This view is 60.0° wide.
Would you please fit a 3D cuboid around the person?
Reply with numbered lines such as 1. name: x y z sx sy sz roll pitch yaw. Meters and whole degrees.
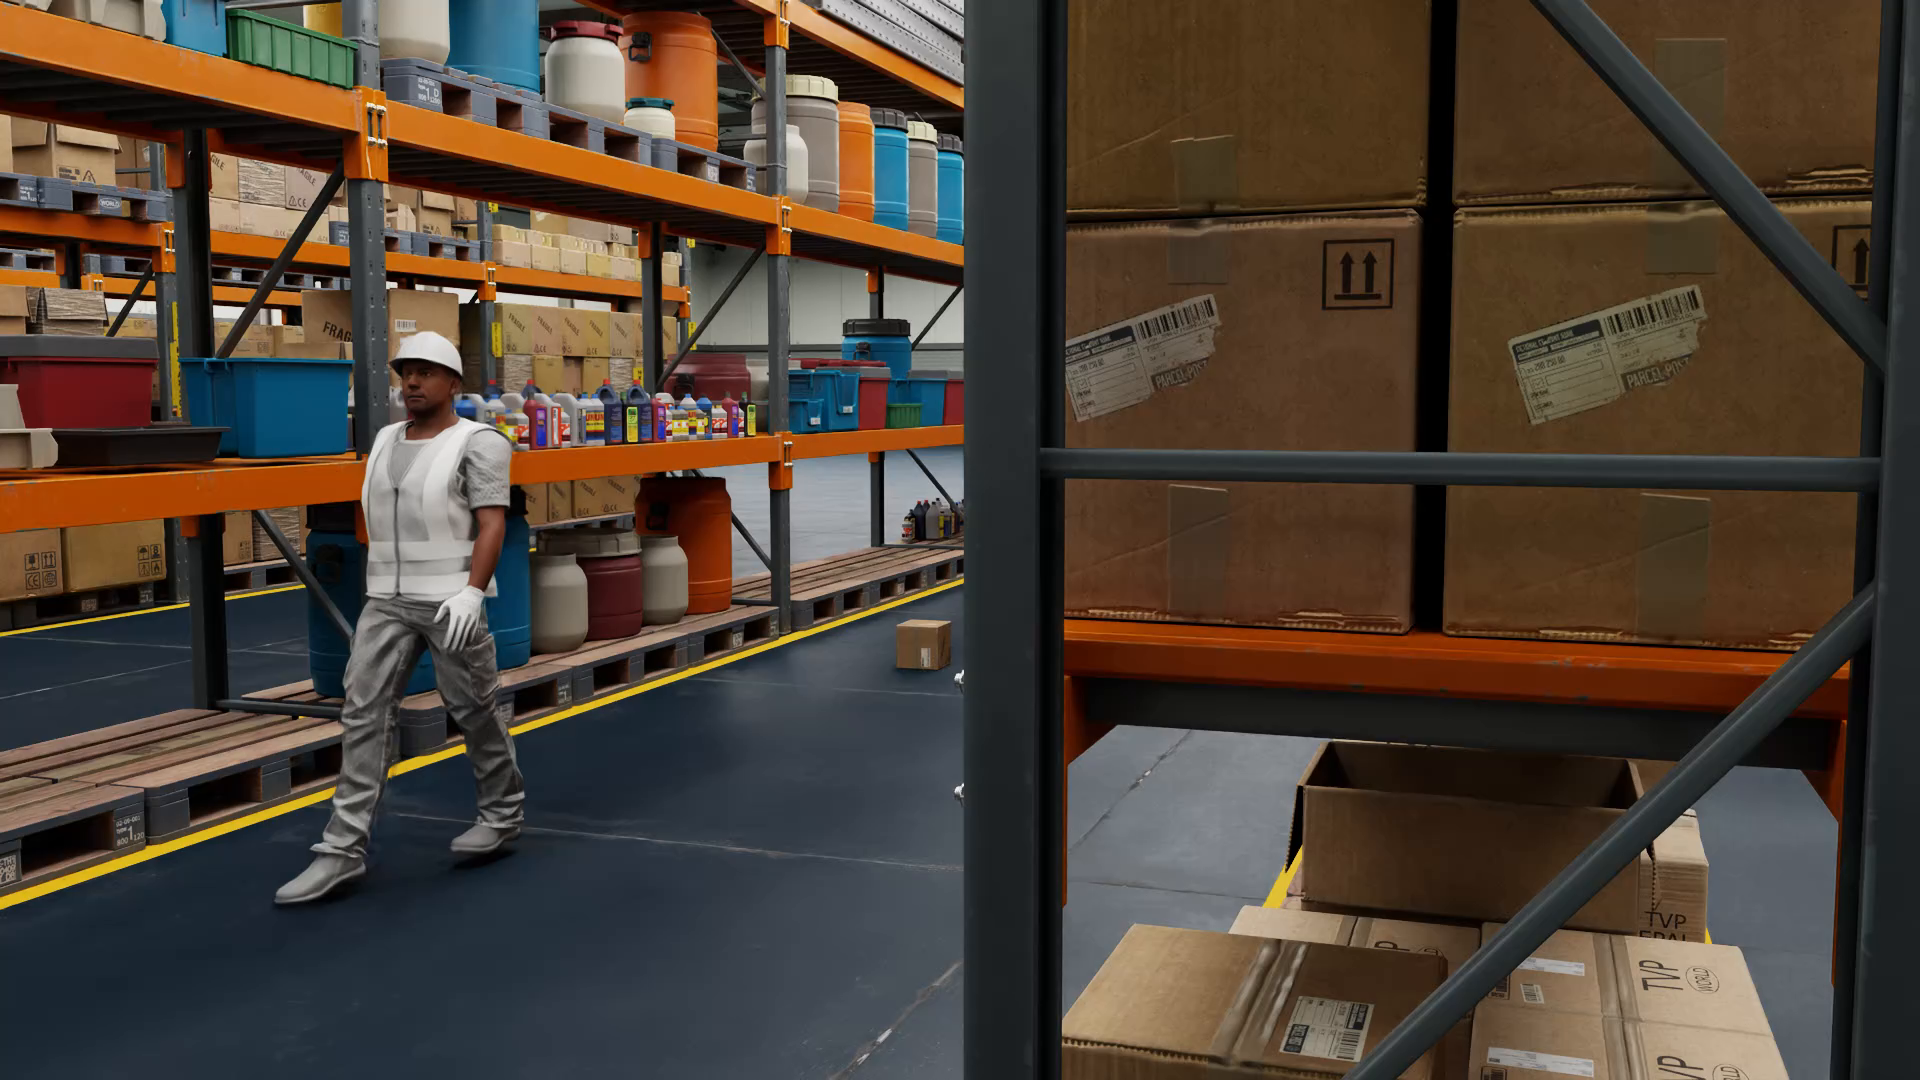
1. person: -1.775 0.210 5.349 0.603 1.760 0.874 2 5 20
